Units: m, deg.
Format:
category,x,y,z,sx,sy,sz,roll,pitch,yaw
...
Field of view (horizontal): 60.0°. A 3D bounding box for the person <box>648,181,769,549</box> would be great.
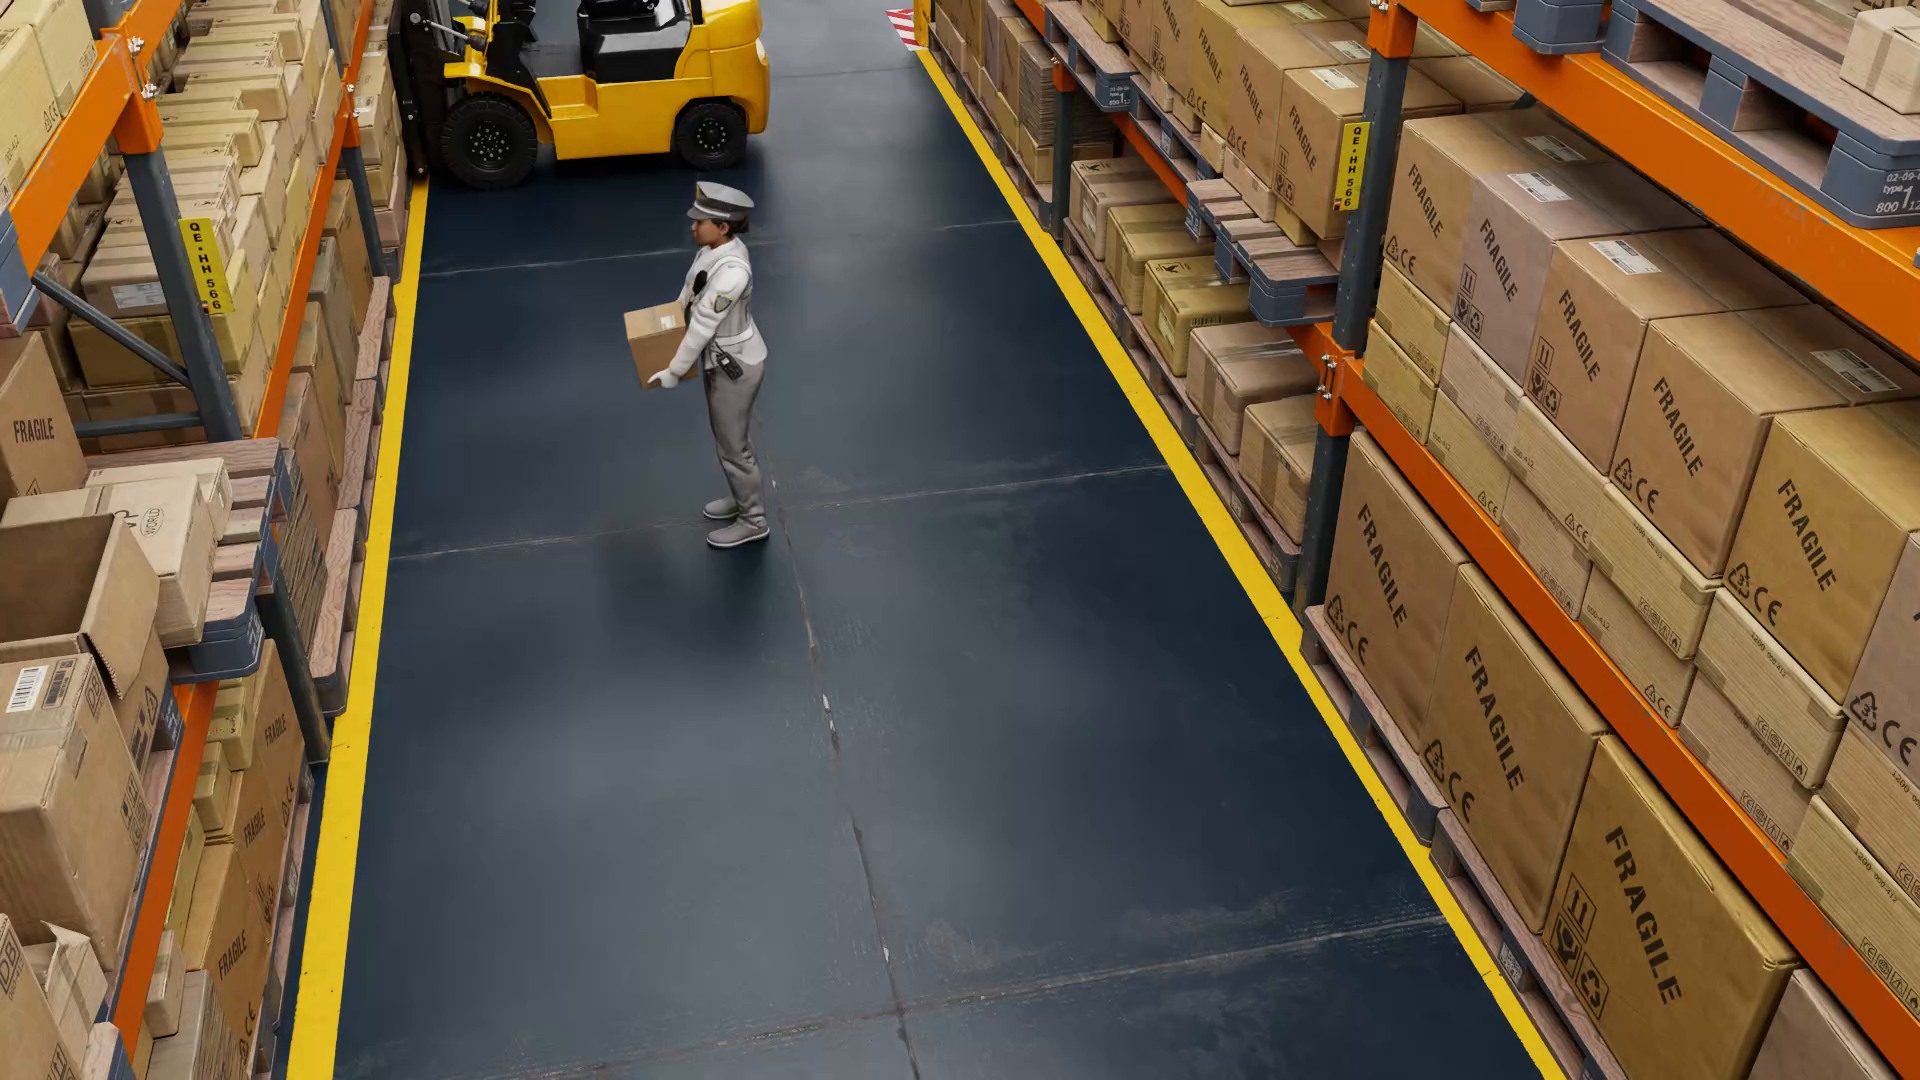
category,x,y,z,sx,sy,sz,roll,pitch,yaw
person,-1.097,-0.746,7.210,0.523,1.691,0.416,-8,35,-11
